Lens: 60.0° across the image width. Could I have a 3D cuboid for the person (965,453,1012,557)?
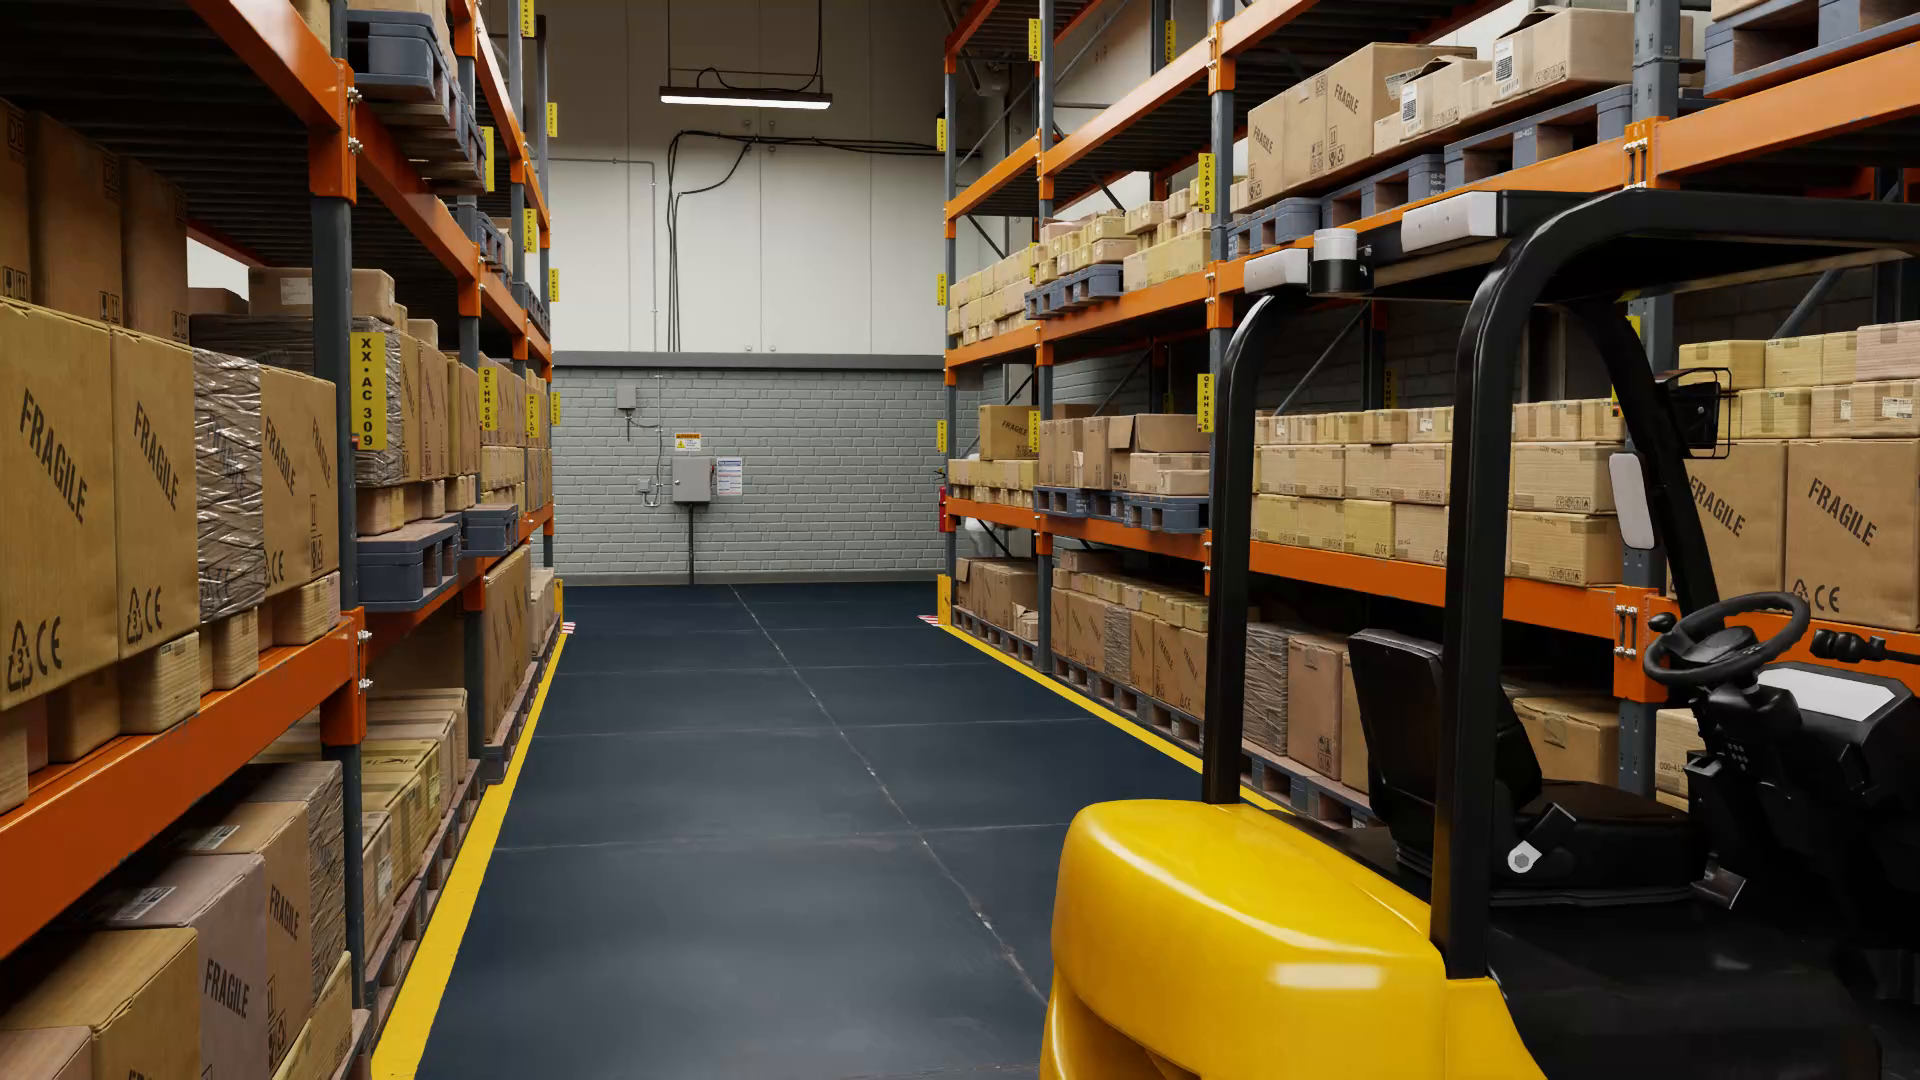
[{"bbox_3d":[0.337,-0.100,18.841,0.587,1.760,0.503,-1,3,-10],"label":"person"}]
